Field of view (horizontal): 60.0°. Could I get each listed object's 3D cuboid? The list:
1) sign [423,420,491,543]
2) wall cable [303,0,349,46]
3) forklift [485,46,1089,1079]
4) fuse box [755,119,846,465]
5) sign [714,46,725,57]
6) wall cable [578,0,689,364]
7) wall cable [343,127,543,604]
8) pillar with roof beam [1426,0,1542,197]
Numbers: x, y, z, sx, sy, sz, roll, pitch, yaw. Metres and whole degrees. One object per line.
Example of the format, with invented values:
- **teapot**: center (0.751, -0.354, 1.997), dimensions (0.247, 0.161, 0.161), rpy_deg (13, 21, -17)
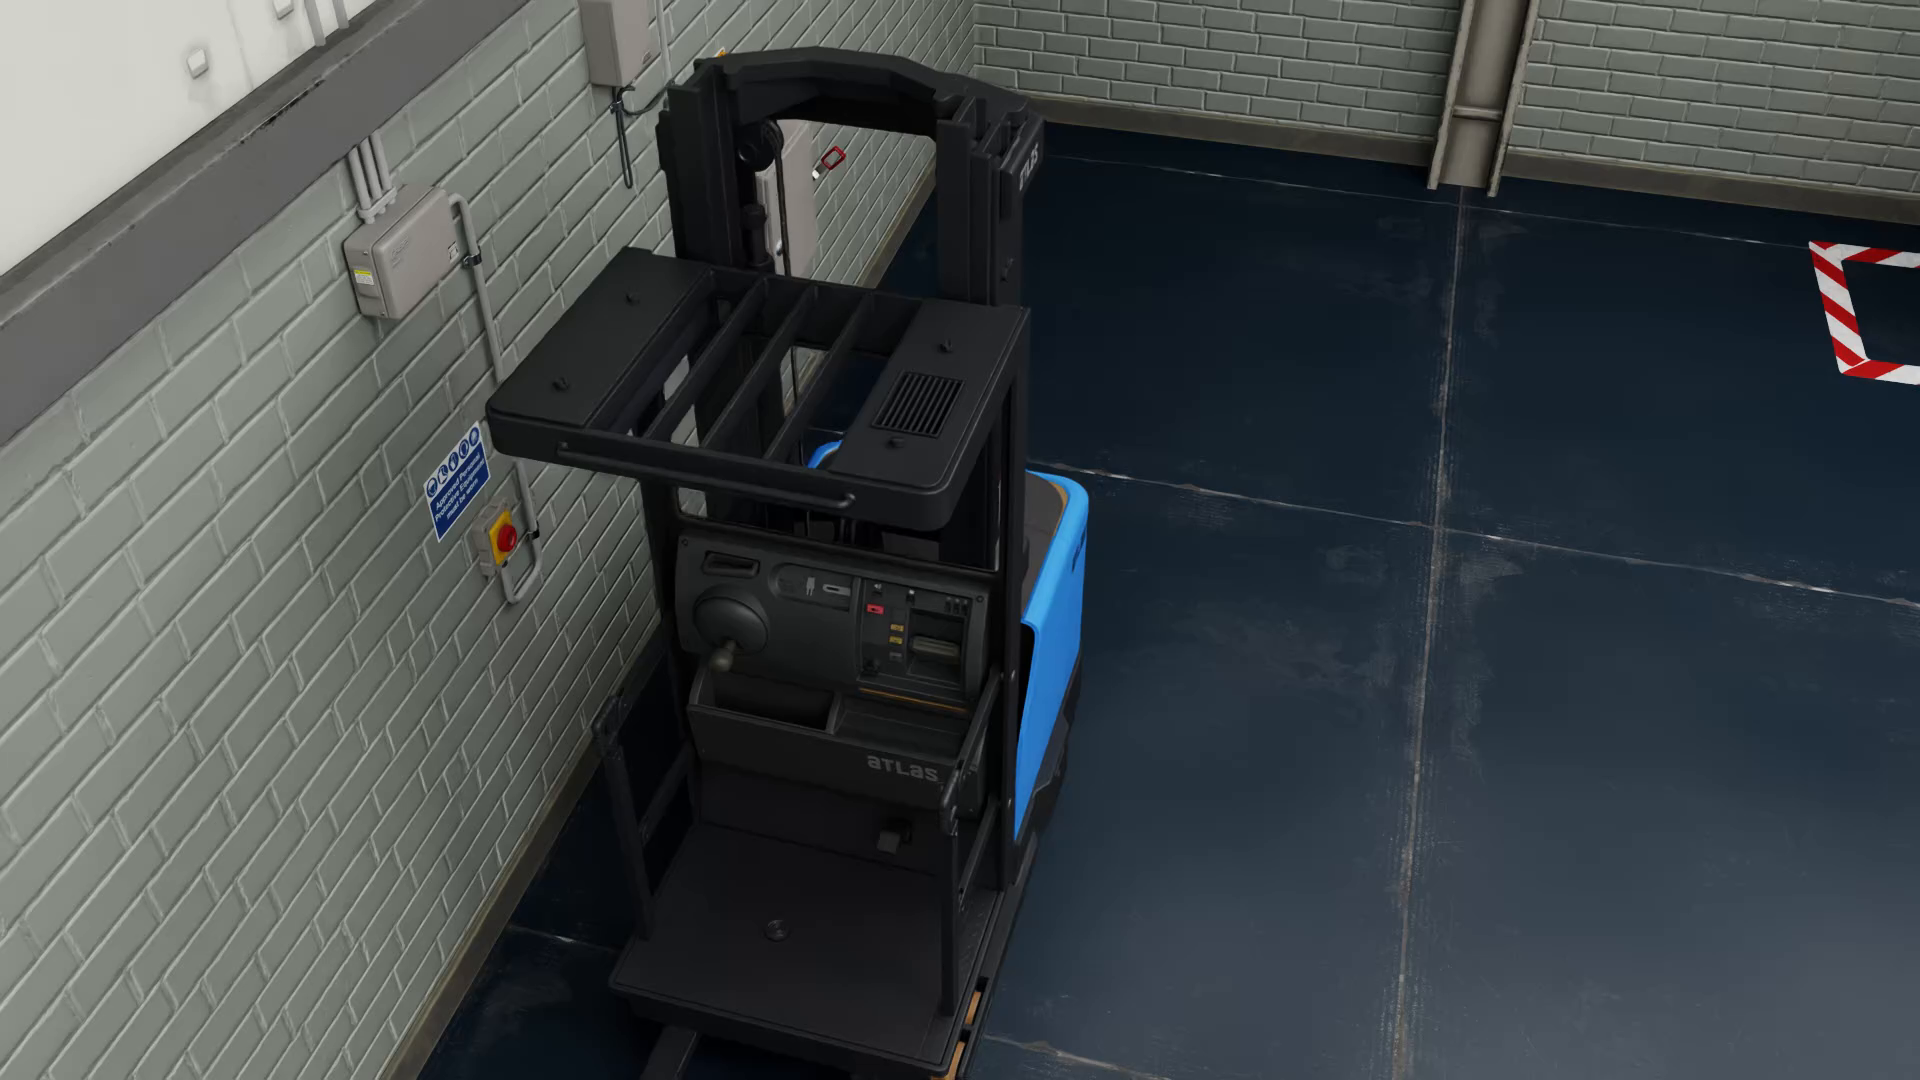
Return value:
- **sign**: center (-1.483, -0.175, 4.916), dimensions (0.001, 0.218, 0.327), rpy_deg (10, 41, 11)
- **wall cable**: center (-1.526, -2.236, 2.915), dimensions (0.029, 3.000, 0.463), rpy_deg (10, 41, 11)
- **forklift**: center (-0.432, 0.313, 4.598), dimensions (1.130, 2.935, 3.031), rpy_deg (10, 41, 12)
- **fuse box**: center (-0.728, -0.879, 6.966), dimensions (0.414, 1.711, 0.539), rpy_deg (10, 41, 11)
- **sign**: center (-0.942, -1.688, 6.286), dimensions (0.001, 0.242, 0.339), rpy_deg (10, 41, 11)
- **wall cable**: center (-1.056, -1.363, 5.751), dimensions (0.122, 1.984, 0.588), rpy_deg (10, 41, 11)
- **wall cable**: center (-1.412, -0.492, 4.689), dimensions (0.123, 1.953, 0.585), rpy_deg (10, 41, 11)
- **pillar with roof beam**: center (1.836, -2.884, 3.686), dimensions (0.400, 9.000, 9.100), rpy_deg (10, 41, 11)
